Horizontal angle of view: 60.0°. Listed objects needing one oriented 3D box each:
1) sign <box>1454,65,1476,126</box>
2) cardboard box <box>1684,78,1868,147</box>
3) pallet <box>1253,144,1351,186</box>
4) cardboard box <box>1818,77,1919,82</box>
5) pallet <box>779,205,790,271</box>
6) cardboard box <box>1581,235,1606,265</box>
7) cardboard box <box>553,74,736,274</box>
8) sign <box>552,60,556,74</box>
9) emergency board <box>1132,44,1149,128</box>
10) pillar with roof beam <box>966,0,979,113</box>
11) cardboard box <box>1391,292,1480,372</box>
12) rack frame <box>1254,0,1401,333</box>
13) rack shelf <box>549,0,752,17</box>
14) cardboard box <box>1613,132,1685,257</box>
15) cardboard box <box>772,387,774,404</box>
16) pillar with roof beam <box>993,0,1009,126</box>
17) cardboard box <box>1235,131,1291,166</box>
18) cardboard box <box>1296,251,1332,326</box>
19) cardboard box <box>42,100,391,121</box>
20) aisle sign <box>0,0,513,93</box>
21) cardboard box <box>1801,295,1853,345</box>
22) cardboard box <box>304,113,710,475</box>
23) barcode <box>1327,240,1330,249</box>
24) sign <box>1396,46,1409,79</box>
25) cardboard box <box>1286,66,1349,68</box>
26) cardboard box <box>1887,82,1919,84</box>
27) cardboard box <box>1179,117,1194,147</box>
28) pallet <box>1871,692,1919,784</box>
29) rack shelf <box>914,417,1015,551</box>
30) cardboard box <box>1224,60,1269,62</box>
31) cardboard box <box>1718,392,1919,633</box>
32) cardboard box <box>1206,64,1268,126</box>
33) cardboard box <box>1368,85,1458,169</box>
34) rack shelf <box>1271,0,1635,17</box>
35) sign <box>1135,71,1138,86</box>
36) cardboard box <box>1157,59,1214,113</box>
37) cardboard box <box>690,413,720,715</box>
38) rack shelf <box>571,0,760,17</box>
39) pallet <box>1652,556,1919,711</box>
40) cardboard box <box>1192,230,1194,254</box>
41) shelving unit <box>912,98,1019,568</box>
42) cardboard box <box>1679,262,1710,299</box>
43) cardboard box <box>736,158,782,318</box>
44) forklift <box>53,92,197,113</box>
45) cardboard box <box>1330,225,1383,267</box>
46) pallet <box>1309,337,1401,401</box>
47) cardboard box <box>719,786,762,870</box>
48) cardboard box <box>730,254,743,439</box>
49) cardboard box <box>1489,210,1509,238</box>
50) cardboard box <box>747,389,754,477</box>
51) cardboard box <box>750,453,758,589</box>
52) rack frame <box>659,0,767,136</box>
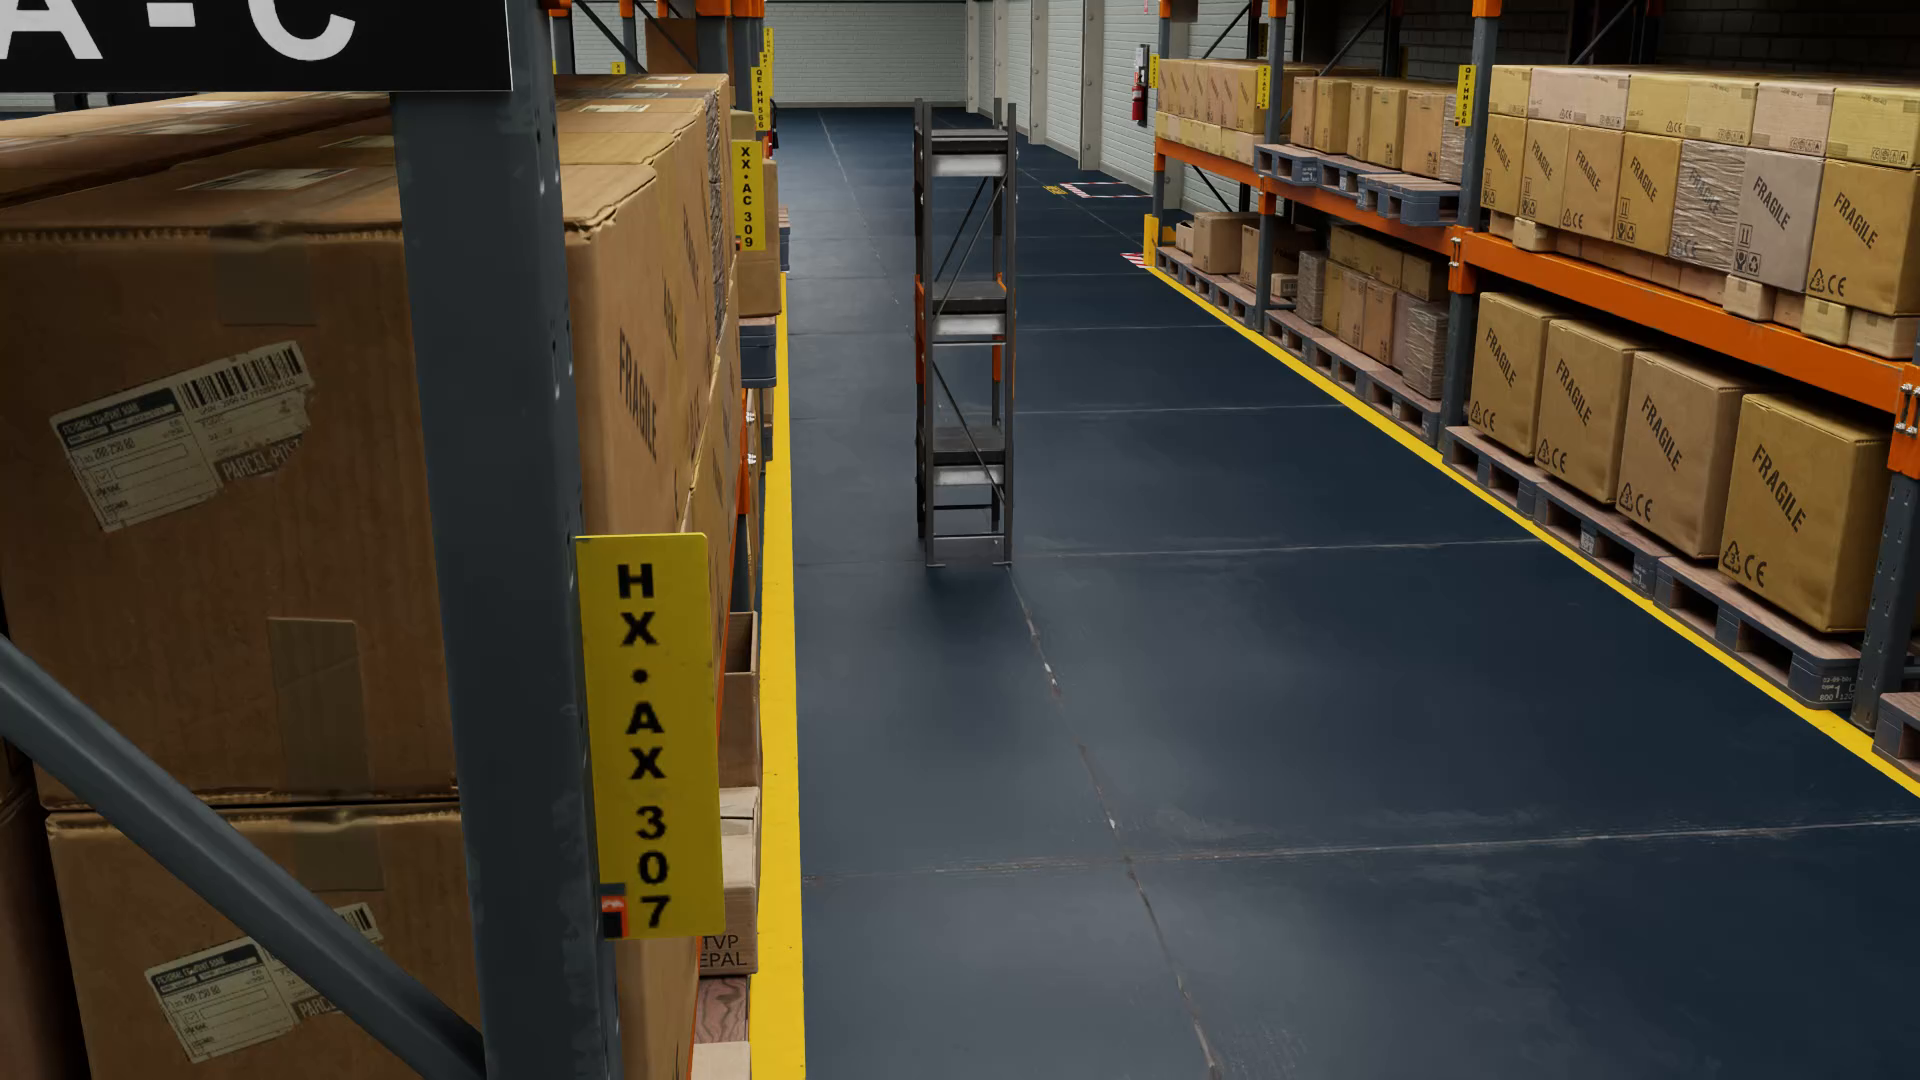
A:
[{"bbox_3d":[2.791,-2.451,9.175,0.100,0.325,0.005,-2,18,-6],"label":"sign"},{"bbox_3d":[3.344,-1.757,6.817,0.500,0.250,0.500,-1,17,-5],"label":"cardboard box"},{"bbox_3d":[2.852,-2.824,12.484,1.003,0.211,1.213,-2,18,-6],"label":"pallet"},{"bbox_3d":[3.837,-1.771,6.862,0.500,0.250,0.500,-2,18,-7],"label":"cardboard box"},{"bbox_3d":[-1.457,-1.510,8.301,1.213,0.211,1.003,-2,18,-6],"label":"pallet"},{"bbox_3d":[3.278,-1.435,8.126,0.380,0.149,0.250,-1,17,-4],"label":"cardboard box"},{"bbox_3d":[-0.875,-0.992,4.493,0.500,0.500,0.500,-2,18,-5],"label":"cardboard box"},{"bbox_3d":[-2.149,-2.336,8.677,0.100,0.325,0.005,-2,18,-6],"label":"sign"},{"bbox_3d":[2.602,-6.683,24.455,0.194,1.169,0.643,-2,18,-6],"label":"emergency board"},{"bbox_3d":[-3.939,-15.825,43.560,9.100,9.000,0.400,-2,18,-6],"label":"pillar with roof beam"},{"bbox_3d":[3.266,-1.343,10.886,0.700,0.500,0.500,-2,18,-6],"label":"cardboard box"},{"bbox_3d":[2.917,-3.148,13.195,1.000,3.000,0.127,-2,18,-6],"label":"rack frame"},{"bbox_3d":[-1.391,-2.294,6.669,1.077,0.370,4.000,-2,18,-6],"label":"rack shelf"},{"bbox_3d":[3.282,-1.543,7.388,0.500,0.500,0.500,-1,17,-4],"label":"cardboard box"},{"bbox_3d":[-1.412,-1.005,10.260,0.500,0.250,0.500,-2,18,-7],"label":"cardboard box"},{"bbox_3d":[-3.320,-14.037,37.866,9.100,9.000,0.400,-2,18,-6],"label":"pillar with roof beam"},{"bbox_3d":[2.567,-3.217,13.634,0.500,0.250,0.500,-2,18,-6],"label":"cardboard box"},{"bbox_3d":[3.010,-1.946,12.807,0.700,0.500,0.500,-1,17,-4],"label":"cardboard box"},{"bbox_3d":[-1.255,-0.525,3.005,0.500,0.500,0.500,-1,17,-4],"label":"cardboard box"},{"bbox_3d":[-0.473,-0.647,0.891,0.394,0.787,0.004,-2,18,-6],"label":"aisle sign"},{"bbox_3d":[3.377,-0.820,6.168,0.380,0.149,0.250,-1,17,-5],"label":"cardboard box"},{"bbox_3d":[-0.663,-0.388,2.569,0.500,0.500,0.500,-2,17,-5],"label":"cardboard box"},{"bbox_3d":[3.100,-2.486,13.992,0.001,0.075,0.075,-2,18,-6],"label":"barcode"},{"bbox_3d":[3.469,-3.718,13.080,0.100,0.325,0.005,-2,18,-6],"label":"sign"},{"bbox_3d":[3.027,-3.744,14.060,0.500,0.500,0.500,-2,18,-6],"label":"cardboard box"},{"bbox_3d":[3.894,-1.622,6.386,0.500,0.250,0.500,-2,17,-5],"label":"cardboard box"},{"bbox_3d":[2.354,-3.816,15.541,0.500,0.250,0.500,-2,18,-7],"label":"cardboard box"},{"bbox_3d":[3.743,0.795,5.292,1.003,0.211,1.213,-2,18,-6],"label":"pallet"},{"bbox_3d":[0.017,-0.272,7.919,0.431,0.518,0.480,-2,18,-6],"label":"rack shelf"},{"bbox_3d":[2.807,-4.351,15.993,0.500,0.500,0.500,-2,17,-5],"label":"cardboard box"},{"bbox_3d":[3.546,-0.129,6.467,0.750,0.750,0.750,-2,17,-5],"label":"cardboard box"},{"bbox_3d":[2.463,-3.874,14.473,0.500,0.500,0.500,-2,18,-7],"label":"cardboard box"},{"bbox_3d":[3.121,-2.724,10.944,0.700,0.500,0.500,-2,18,-6],"label":"cardboard box"},{"bbox_3d":[3.124,-3.640,10.956,1.077,0.370,4.000,-2,18,-6],"label":"rack shelf"},{"bbox_3d":[2.647,-6.868,24.985,0.001,0.329,0.234,-2,18,-6],"label":"sign"},{"bbox_3d":[2.255,-4.484,16.416,0.500,0.500,0.500,-2,18,-6],"label":"cardboard box"},{"bbox_3d":[-0.663,0.090,2.714,0.500,0.500,0.500,-2,18,-6],"label":"cardboard box"},{"bbox_3d":[-1.803,-3.486,10.465,1.077,0.370,4.000,-2,18,-6],"label":"rack shelf"},{"bbox_3d":[3.588,0.339,6.746,1.003,0.211,1.213,-2,18,-6],"label":"pallet"},{"bbox_3d":[2.546,-2.888,16.122,0.500,0.311,0.500,0,17,-1],"label":"cardboard box"},{"bbox_3d":[0.017,-0.952,7.705,0.431,2.100,0.503,-2,18,-6],"label":"shelving unit"},{"bbox_3d":[3.339,-1.126,7.141,0.380,0.149,0.250,-2,18,-7],"label":"cardboard box"},{"bbox_3d":[-1.011,-1.006,5.506,0.700,0.500,0.500,-8,19,-24],"label":"cardboard box"},{"bbox_3d":[-3.674,-1.324,7.500,3.031,2.935,1.130,6,19,20],"label":"forklift"},{"bbox_3d":[3.059,-2.173,12.277,0.500,0.250,0.500,-2,18,-7],"label":"cardboard box"},{"bbox_3d":[3.128,-1.221,11.714,1.003,0.211,1.213,-2,18,-6],"label":"pallet"},{"bbox_3d":[-0.745,0.811,4.611,0.380,0.149,0.250,-2,18,-6],"label":"cardboard box"},{"bbox_3d":[-0.878,-0.517,4.648,0.500,0.500,0.500,-1,17,-5],"label":"cardboard box"},{"bbox_3d":[3.134,-1.740,9.099,0.380,0.149,0.250,-2,18,-6],"label":"cardboard box"},{"bbox_3d":[-1.095,-0.435,6.741,0.500,0.250,0.500,-2,18,-6],"label":"cardboard box"},{"bbox_3d":[-1.102,-0.087,6.884,0.500,0.500,0.500,-2,17,-5],"label":"cardboard box"},{"bbox_3d":[-2.422,-4.185,16.500,1.000,3.000,0.127,-2,18,-6],"label":"rack frame"}]
